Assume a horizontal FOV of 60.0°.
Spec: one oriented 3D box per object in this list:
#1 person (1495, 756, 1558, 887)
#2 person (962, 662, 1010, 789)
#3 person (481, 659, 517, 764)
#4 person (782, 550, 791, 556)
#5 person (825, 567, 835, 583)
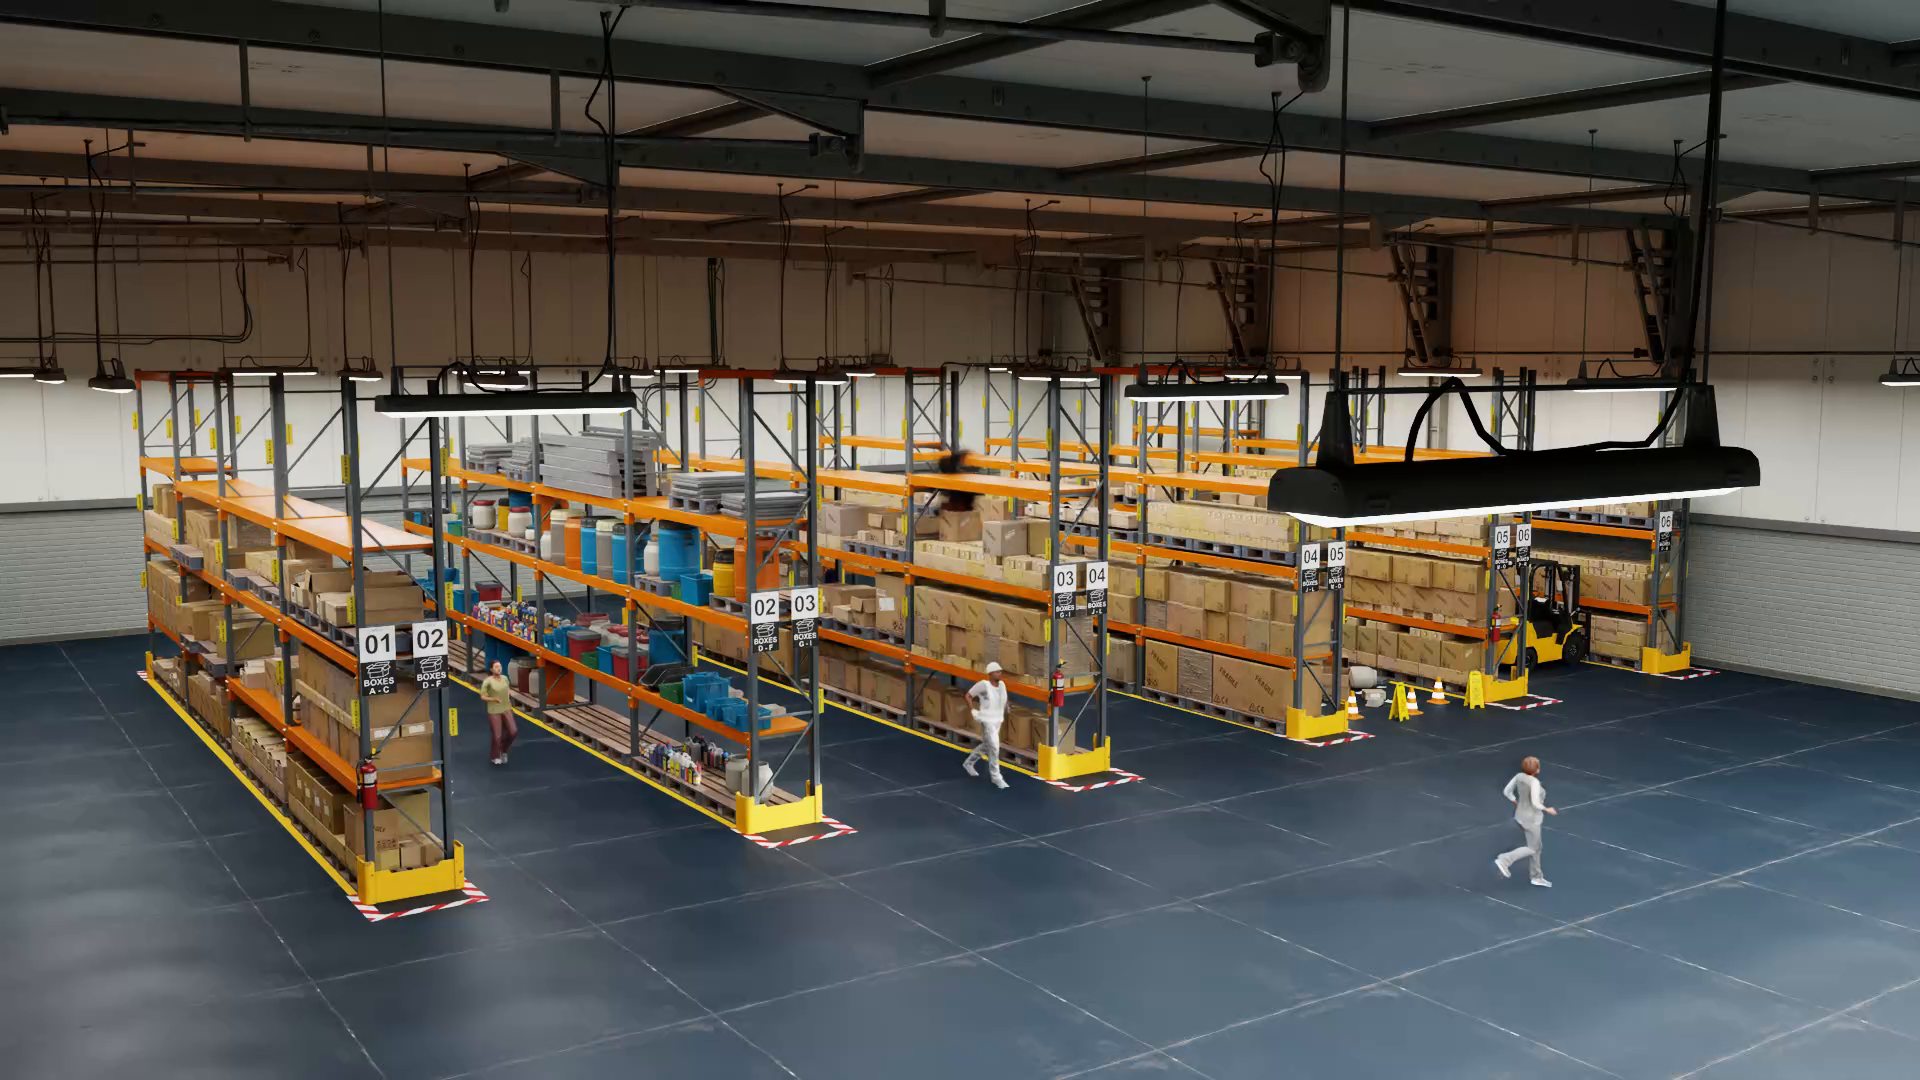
[{"bbox_3d":[6.678,3.344,19.679,0.774,1.598,0.553,-1,7,-11],"label":"person"},{"bbox_3d":[0.446,2.693,24.516,0.927,1.807,0.697,5,8,39],"label":"person"},{"bbox_3d":[-7.040,2.640,25.462,0.559,1.622,0.583,-6,9,-42],"label":"person"},{"bbox_3d":[-4.114,1.081,39.306,0.664,1.713,0.714,-2,7,-14],"label":"person"},{"bbox_3d":[-3.348,0.796,42.067,0.559,1.615,0.680,1,6,6],"label":"person"}]
